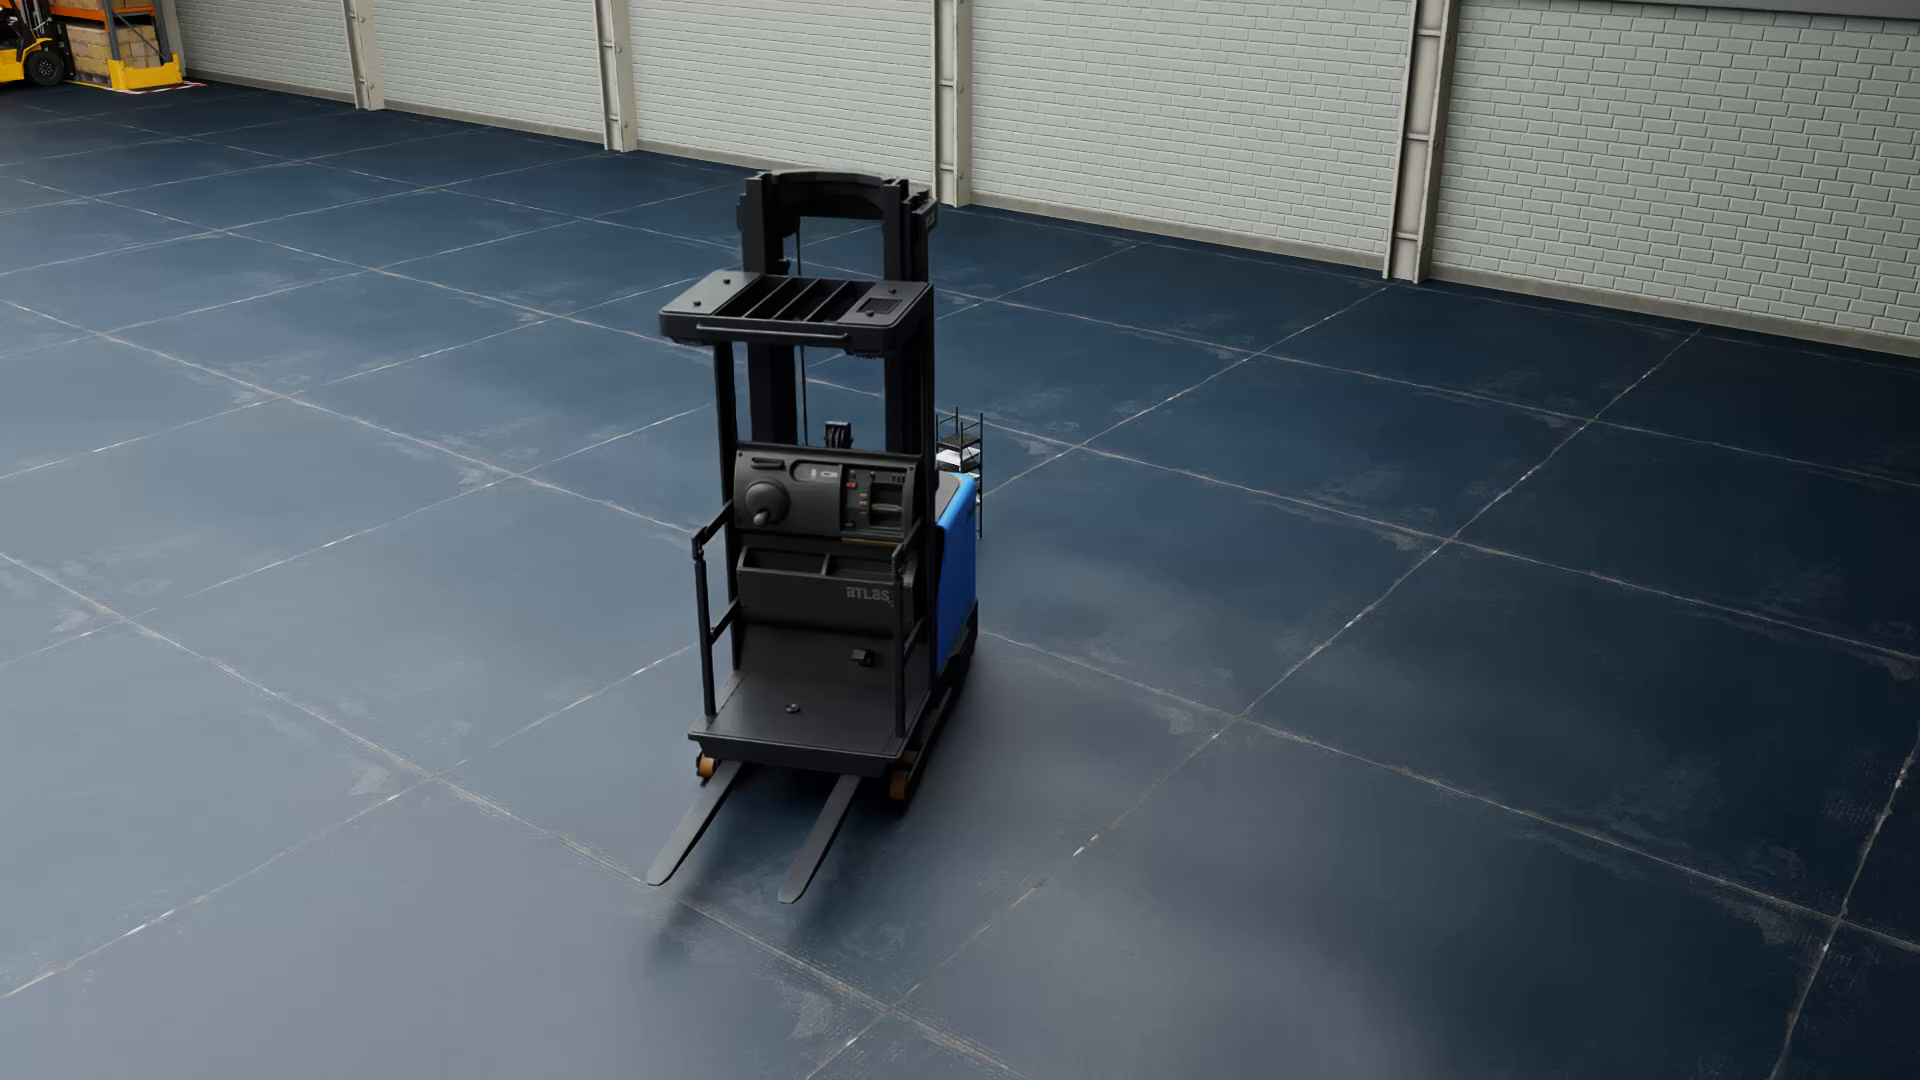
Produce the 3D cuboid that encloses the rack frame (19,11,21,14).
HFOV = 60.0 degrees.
[{"bbox_3d":[-17.690,-10.450,31.247,0.127,3.000,1.000,17,29,33],"label":"rack frame"}]

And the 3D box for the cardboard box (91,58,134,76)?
[{"bbox_3d":[-15.055,-8.428,29.547,0.500,0.250,0.500,17,29,34],"label":"cardboard box"}]

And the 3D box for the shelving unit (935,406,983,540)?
[{"bbox_3d":[-0.006,-0.414,11.073,0.210,0.900,0.258,17,29,33],"label":"shelving unit"}]

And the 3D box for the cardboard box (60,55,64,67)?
[{"bbox_3d":[-16.271,-8.794,30.377,0.500,0.250,0.500,18,29,35],"label":"cardboard box"}]

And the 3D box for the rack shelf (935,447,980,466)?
[{"bbox_3d":[-0.006,-0.548,11.014,0.200,0.077,0.258,17,29,33],"label":"rack shelf"}]

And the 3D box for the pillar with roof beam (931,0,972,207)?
[{"bbox_3d":[-2.684,-6.945,15.852,0.400,9.000,9.100,17,29,33],"label":"pillar with roof beam"}]

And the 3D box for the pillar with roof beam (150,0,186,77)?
[{"bbox_3d":[-17.088,-11.298,25.731,0.400,9.000,9.100,17,29,33],"label":"pillar with roof beam"}]

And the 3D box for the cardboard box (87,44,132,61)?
[{"bbox_3d":[-15.066,-8.662,29.458,0.500,0.250,0.500,16,29,33],"label":"cardboard box"}]

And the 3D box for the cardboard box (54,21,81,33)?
[{"bbox_3d":[-16.267,-9.250,30.173,0.500,0.250,0.500,16,28,32],"label":"cardboard box"}]

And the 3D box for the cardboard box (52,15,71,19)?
[{"bbox_3d":[-16.766,-9.667,31.119,0.500,0.250,0.500,16,29,33],"label":"cardboard box"}]

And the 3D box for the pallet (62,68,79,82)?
[{"bbox_3d":[-16.098,-8.673,30.672,1.213,0.211,1.003,17,29,33],"label":"pallet"}]

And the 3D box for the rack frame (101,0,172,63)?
[{"bbox_3d":[-14.489,-9.482,29.051,0.127,3.000,1.000,17,29,33],"label":"rack frame"}]

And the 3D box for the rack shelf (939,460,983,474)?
[{"bbox_3d":[-0.006,-0.466,11.050,0.200,0.077,0.258,17,29,33],"label":"rack shelf"}]

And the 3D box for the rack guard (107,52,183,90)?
[{"bbox_3d":[-14.470,-8.333,29.542,0.348,0.500,1.175,17,29,33],"label":"rack guard"}]

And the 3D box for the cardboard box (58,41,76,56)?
[{"bbox_3d":[-15.887,-8.905,30.009,0.500,0.250,0.500,16,28,32],"label":"cardboard box"}]

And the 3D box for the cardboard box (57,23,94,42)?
[{"bbox_3d":[-15.867,-9.125,29.889,0.500,0.250,0.500,17,29,34],"label":"cardboard box"}]

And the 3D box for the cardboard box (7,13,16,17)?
[{"bbox_3d":[-18.730,-9.868,32.350,0.625,0.625,0.875,16,29,33],"label":"cardboard box"}]

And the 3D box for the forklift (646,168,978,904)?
[{"bbox_3d":[-0.718,-0.199,8.067,1.130,2.935,3.031,5,24,11],"label":"forklift"}]

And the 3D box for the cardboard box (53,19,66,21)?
[{"bbox_3d":[-16.683,-9.379,30.467,0.500,0.250,0.500,18,29,35],"label":"cardboard box"}]

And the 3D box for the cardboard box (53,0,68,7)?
[{"bbox_3d":[-15.860,-9.815,29.681,0.500,0.500,0.500,16,29,32],"label":"cardboard box"}]

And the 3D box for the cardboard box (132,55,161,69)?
[{"bbox_3d":[-14.765,-8.598,29.934,0.500,0.250,0.500,17,29,34],"label":"cardboard box"}]

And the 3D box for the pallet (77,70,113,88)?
[{"bbox_3d":[-15.126,-8.378,30.002,1.213,0.211,1.003,17,29,33],"label":"pallet"}]

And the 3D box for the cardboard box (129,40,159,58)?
[{"bbox_3d":[-14.741,-8.826,29.830,0.500,0.250,0.500,17,29,34],"label":"cardboard box"}]

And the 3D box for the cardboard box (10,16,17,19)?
[{"bbox_3d":[-17.491,-9.623,31.019,0.500,0.250,0.500,16,29,33],"label":"cardboard box"}]

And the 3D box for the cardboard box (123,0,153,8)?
[{"bbox_3d":[-14.719,-9.738,29.506,0.500,0.500,0.500,18,29,35],"label":"cardboard box"}]

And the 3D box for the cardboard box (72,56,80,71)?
[{"bbox_3d":[-15.842,-8.675,30.108,0.500,0.250,0.500,17,29,34],"label":"cardboard box"}]

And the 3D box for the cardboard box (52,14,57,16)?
[{"bbox_3d":[-17.180,-9.785,31.386,0.500,0.250,0.500,17,29,34],"label":"cardboard box"}]

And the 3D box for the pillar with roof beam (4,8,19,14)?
[{"bbox_3d":[-21.889,-12.749,29.024,0.400,9.000,9.100,17,29,33],"label":"pillar with roof beam"}]

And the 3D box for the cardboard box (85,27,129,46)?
[{"bbox_3d":[-15.045,-8.885,29.344,0.500,0.250,0.500,18,29,35],"label":"cardboard box"}]

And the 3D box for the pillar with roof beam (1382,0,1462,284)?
[{"bbox_3d":[2.117,-5.494,12.559,0.400,9.000,9.100,17,29,33],"label":"pillar with roof beam"}]

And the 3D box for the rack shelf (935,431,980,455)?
[{"bbox_3d":[-0.006,-0.630,10.978,0.200,0.077,0.258,17,29,33],"label":"rack shelf"}]

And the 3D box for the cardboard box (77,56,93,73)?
[{"bbox_3d":[-15.447,-8.551,29.827,0.500,0.250,0.500,17,29,33],"label":"cardboard box"}]

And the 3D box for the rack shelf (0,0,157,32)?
[{"bbox_3d":[-16.090,-9.637,30.294,4.000,0.370,1.077,17,29,33],"label":"rack shelf"}]

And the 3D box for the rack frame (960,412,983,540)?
[{"bbox_3d":[0.075,-0.389,11.017,0.006,0.900,0.240,17,29,33],"label":"rack frame"}]

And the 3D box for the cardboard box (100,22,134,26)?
[{"bbox_3d":[-15.162,-9.171,29.993,0.500,0.250,0.500,17,29,33],"label":"cardboard box"}]

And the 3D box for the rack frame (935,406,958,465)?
[{"bbox_3d":[-0.088,-0.438,11.129,0.006,0.900,0.240,17,29,33],"label":"rack frame"}]

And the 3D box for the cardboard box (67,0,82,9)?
[{"bbox_3d":[-15.450,-9.691,29.400,0.500,0.500,0.500,18,29,35],"label":"cardboard box"}]

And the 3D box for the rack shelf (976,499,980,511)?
[{"bbox_3d":[-0.006,-0.219,11.159,0.200,0.077,0.258,17,29,33],"label":"rack shelf"}]

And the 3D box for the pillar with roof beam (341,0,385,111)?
[{"bbox_3d":[-12.287,-9.847,22.438,0.400,9.000,9.100,17,29,33],"label":"pillar with roof beam"}]

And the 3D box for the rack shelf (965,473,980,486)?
[{"bbox_3d":[-0.006,-0.383,11.086,0.200,0.077,0.258,17,29,33],"label":"rack shelf"}]

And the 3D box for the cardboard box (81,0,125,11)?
[{"bbox_3d":[-15.040,-9.562,29.109,0.500,0.500,0.500,16,28,32],"label":"cardboard box"}]

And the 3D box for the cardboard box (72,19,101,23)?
[{"bbox_3d":[-15.962,-9.421,30.562,0.500,0.250,0.500,16,28,32],"label":"cardboard box"}]

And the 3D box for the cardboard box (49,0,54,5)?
[{"bbox_3d":[-16.269,-9.933,29.949,0.500,0.500,0.500,17,29,34],"label":"cardboard box"}]

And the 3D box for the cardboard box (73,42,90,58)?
[{"bbox_3d":[-15.461,-8.787,29.741,0.500,0.250,0.500,16,29,33],"label":"cardboard box"}]

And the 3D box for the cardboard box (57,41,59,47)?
[{"bbox_3d":[-16.285,-9.027,30.287,0.500,0.250,0.500,17,29,33],"label":"cardboard box"}]

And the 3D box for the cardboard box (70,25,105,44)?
[{"bbox_3d":[-15.457,-9.006,29.620,0.500,0.250,0.500,17,29,34],"label":"cardboard box"}]

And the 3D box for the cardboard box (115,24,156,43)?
[{"bbox_3d":[-14.760,-9.051,29.722,0.500,0.250,0.500,16,29,33],"label":"cardboard box"}]

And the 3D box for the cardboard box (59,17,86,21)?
[{"bbox_3d":[-16.369,-9.540,30.832,0.500,0.250,0.500,17,29,34],"label":"cardboard box"}]

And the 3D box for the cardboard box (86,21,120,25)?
[{"bbox_3d":[-15.556,-9.295,30.276,0.500,0.250,0.500,17,29,33],"label":"cardboard box"}]

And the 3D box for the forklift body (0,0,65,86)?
[{"bbox_3d":[-17.101,-8.964,28.927,1.214,2.155,2.313,17,29,33],"label":"forklift body"}]

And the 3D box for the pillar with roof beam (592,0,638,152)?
[{"bbox_3d":[-7.485,-8.396,19.145,0.400,9.000,9.100,17,29,33],"label":"pillar with roof beam"}]

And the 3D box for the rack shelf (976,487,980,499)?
[{"bbox_3d":[-0.006,-0.301,11.123,0.200,0.077,0.258,17,29,33],"label":"rack shelf"}]
